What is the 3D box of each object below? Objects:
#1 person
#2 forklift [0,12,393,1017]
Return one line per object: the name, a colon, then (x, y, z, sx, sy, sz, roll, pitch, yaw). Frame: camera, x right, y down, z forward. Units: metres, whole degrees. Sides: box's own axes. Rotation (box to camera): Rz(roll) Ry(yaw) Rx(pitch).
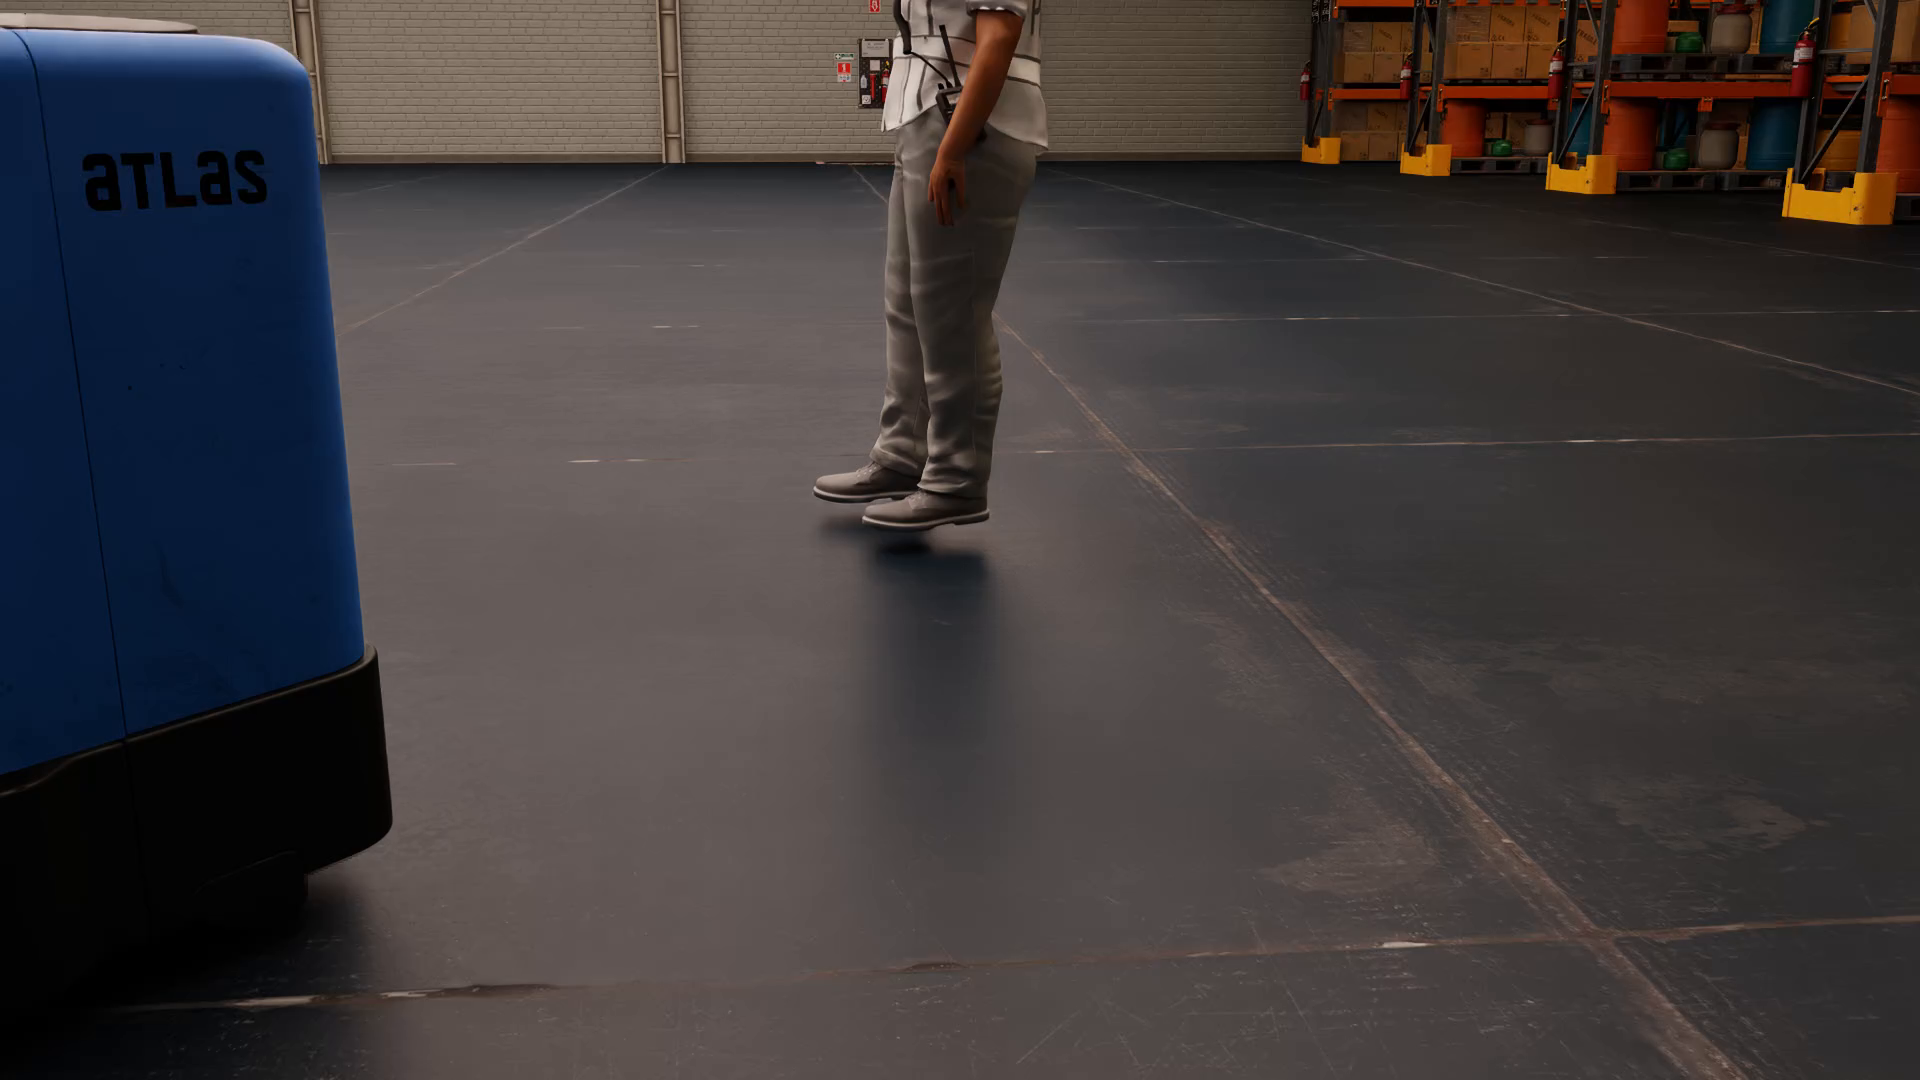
person: (-0.078, -0.856, 3.726, 0.528, 1.670, 0.598, -1, 15, -5)
forklift: (-2.017, -0.734, 0.959, 1.130, 2.935, 3.031, 10, 18, 34)
